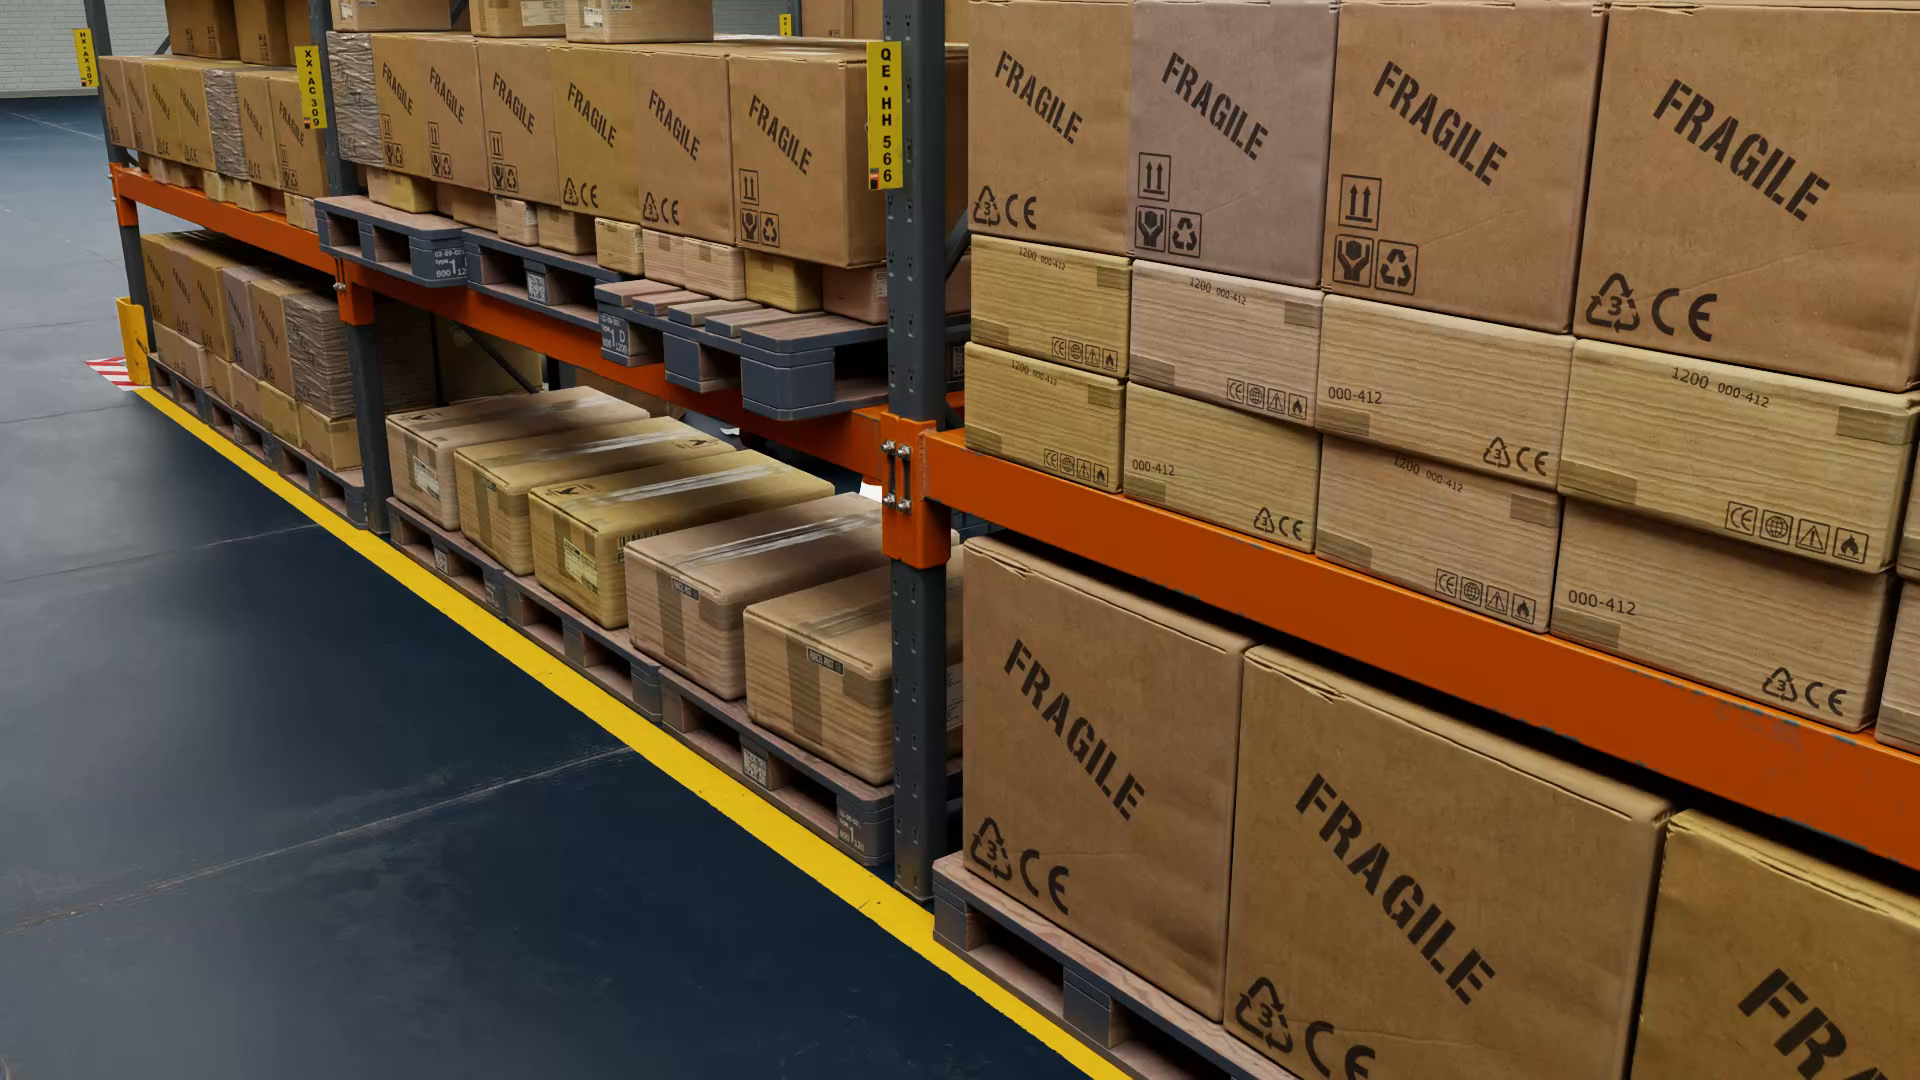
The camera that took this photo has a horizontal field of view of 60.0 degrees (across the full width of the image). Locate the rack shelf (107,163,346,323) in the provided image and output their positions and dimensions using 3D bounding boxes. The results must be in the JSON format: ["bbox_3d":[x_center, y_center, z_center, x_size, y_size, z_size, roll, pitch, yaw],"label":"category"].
[{"bbox_3d":[-3.474,-1.700,8.870,1.077,0.370,4.000,-14,23,-36],"label":"rack shelf"}]

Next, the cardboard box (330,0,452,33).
[{"bbox_3d":[-2.217,-2.060,6.480,0.380,0.149,0.250,-14,23,-36],"label":"cardboard box"}]

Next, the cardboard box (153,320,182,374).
[{"bbox_3d":[-4.432,-1.176,9.848,0.500,0.250,0.500,-14,23,-37],"label":"cardboard box"}]

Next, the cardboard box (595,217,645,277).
[{"bbox_3d":[-0.883,-0.912,5.077,0.380,0.149,0.250,-13,23,-35],"label":"cardboard box"}]

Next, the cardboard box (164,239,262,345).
[{"bbox_3d":[-4.088,-1.398,9.326,0.500,0.500,0.500,-15,24,-38],"label":"cardboard box"}]

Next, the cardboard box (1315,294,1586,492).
[{"bbox_3d":[0.992,-0.304,2.951,0.500,0.250,0.500,-14,23,-36],"label":"cardboard box"}]

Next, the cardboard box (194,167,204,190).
[{"bbox_3d":[-3.878,-1.968,8.935,0.380,0.149,0.250,-13,22,-34],"label":"cardboard box"}]

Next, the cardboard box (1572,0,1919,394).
[{"bbox_3d":[1.301,-0.540,2.473,0.500,0.500,0.500,-14,23,-35],"label":"cardboard box"}]

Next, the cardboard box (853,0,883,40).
[{"bbox_3d":[-0.284,-3.893,12.391,0.875,0.550,0.550,-14,23,-36],"label":"cardboard box"}]

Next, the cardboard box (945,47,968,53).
[{"bbox_3d":[0.153,-1.107,4.635,0.500,0.500,0.500,-15,23,-38],"label":"cardboard box"}]

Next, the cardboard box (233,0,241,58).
[{"bbox_3d":[-3.522,-2.883,9.074,0.700,0.500,0.500,-14,23,-37],"label":"cardboard box"}]

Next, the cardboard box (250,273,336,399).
[{"bbox_3d":[-3.127,-1.017,8.176,0.500,0.500,0.500,-13,23,-35],"label":"cardboard box"}]

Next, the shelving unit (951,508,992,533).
[{"bbox_3d":[-0.009,-0.573,7.185,0.258,1.200,0.189,-14,23,-36],"label":"shelving unit"}]

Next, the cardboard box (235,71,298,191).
[{"bbox_3d":[-3.028,-1.924,7.769,0.500,0.500,0.500,-13,22,-34],"label":"cardboard box"}]

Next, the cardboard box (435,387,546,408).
[{"bbox_3d":[-2.387,-0.641,8.233,0.500,0.250,0.500,-15,24,-39],"label":"cardboard box"}]

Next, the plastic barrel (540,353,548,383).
[{"bbox_3d":[-2.247,-1.098,10.005,0.512,0.421,0.421,1,18,2],"label":"plastic barrel"}]

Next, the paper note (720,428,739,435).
[{"bbox_3d":[-1.224,-0.603,9.135,0.148,0.019,0.142,-14,23,-36],"label":"paper note"}]

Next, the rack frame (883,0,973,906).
[{"bbox_3d":[0.251,-0.563,4.292,1.000,3.000,0.127,-14,23,-36],"label":"rack frame"}]

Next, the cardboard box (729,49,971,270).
[{"bbox_3d":[-0.249,-1.009,4.338,0.500,0.500,0.500,-15,23,-38],"label":"cardboard box"}]

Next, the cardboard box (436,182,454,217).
[{"bbox_3d":[-1.753,-1.313,6.288,0.380,0.149,0.250,-12,22,-33],"label":"cardboard box"}]

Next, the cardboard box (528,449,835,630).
[{"bbox_3d":[-1.022,-0.025,6.177,0.950,0.372,0.625,-13,22,-34],"label":"cardboard box"}]

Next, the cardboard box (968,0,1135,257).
[{"bbox_3d":[0.366,-0.916,3.608,0.500,0.500,0.500,-15,23,-38],"label":"cardboard box"}]

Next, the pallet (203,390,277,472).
[{"bbox_3d":[-3.439,-0.685,9.094,1.003,0.211,1.213,-14,23,-36],"label":"pallet"}]

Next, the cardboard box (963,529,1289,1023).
[{"bbox_3d":[0.615,0.432,3.997,0.875,0.875,0.875,-14,23,-37],"label":"cardboard box"}]

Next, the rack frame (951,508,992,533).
[{"bbox_3d":[0.048,-0.551,7.117,0.240,1.200,0.006,-14,23,-36],"label":"rack frame"}]

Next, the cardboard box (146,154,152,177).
[{"bbox_3d":[-4.398,-2.151,9.485,0.380,0.149,0.250,-15,23,-38],"label":"cardboard box"}]

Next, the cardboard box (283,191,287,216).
[{"bbox_3d":[-2.932,-1.589,7.789,0.380,0.149,0.250,-14,23,-36],"label":"cardboard box"}]

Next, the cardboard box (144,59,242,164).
[{"bbox_3d":[-3.998,-2.300,8.905,0.500,0.500,0.500,-15,23,-37],"label":"cardboard box"}]

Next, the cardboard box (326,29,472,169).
[{"bbox_3d":[-2.166,-1.766,6.622,0.500,0.500,0.500,-13,23,-35],"label":"cardboard box"}]

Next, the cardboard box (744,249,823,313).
[{"bbox_3d":[-0.360,-0.730,4.527,0.380,0.149,0.250,-14,23,-35],"label":"cardboard box"}]

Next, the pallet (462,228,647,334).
[{"bbox_3d":[-1.010,-0.952,5.771,1.003,0.211,1.213,-14,23,-36],"label":"pallet"}]

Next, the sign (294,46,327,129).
[{"bbox_3d":[-2.653,-1.852,6.807,0.100,0.325,0.005,-14,23,-36],"label":"sign"}]

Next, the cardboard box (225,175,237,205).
[{"bbox_3d":[-3.440,-1.768,8.330,0.380,0.149,0.250,-14,23,-37],"label":"cardboard box"}]

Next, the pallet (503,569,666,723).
[{"bbox_3d":[-0.986,0.267,6.220,1.003,0.211,1.213,-14,23,-36],"label":"pallet"}]

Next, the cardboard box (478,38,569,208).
[{"bbox_3d":[-1.231,-1.393,5.498,0.500,0.500,0.500,-15,24,-38],"label":"cardboard box"}]

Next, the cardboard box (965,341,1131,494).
[{"bbox_3d":[0.358,-0.322,3.803,0.500,0.250,0.500,-14,23,-37],"label":"cardboard box"}]

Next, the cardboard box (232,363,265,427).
[{"bbox_3d":[-3.461,-0.792,8.688,0.500,0.250,0.500,-14,23,-35],"label":"cardboard box"}]

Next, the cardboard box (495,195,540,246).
[{"bbox_3d":[-1.349,-1.105,5.658,0.380,0.149,0.250,-13,22,-34],"label":"cardboard box"}]

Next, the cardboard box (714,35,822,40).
[{"bbox_3d":[-0.815,-1.489,5.786,0.500,0.500,0.500,-15,24,-38],"label":"cardboard box"}]

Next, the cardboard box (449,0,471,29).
[{"bbox_3d":[-2.335,-2.363,7.504,0.700,0.500,0.500,-14,23,-37],"label":"cardboard box"}]

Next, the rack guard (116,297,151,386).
[{"bbox_3d":[-4.669,-1.329,10.582,1.175,0.500,0.348,-14,23,-36],"label":"rack guard"}]

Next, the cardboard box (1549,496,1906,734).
[{"bbox_3d":[1.321,0.052,2.672,0.500,0.250,0.500,-14,23,-36],"label":"cardboard box"}]
